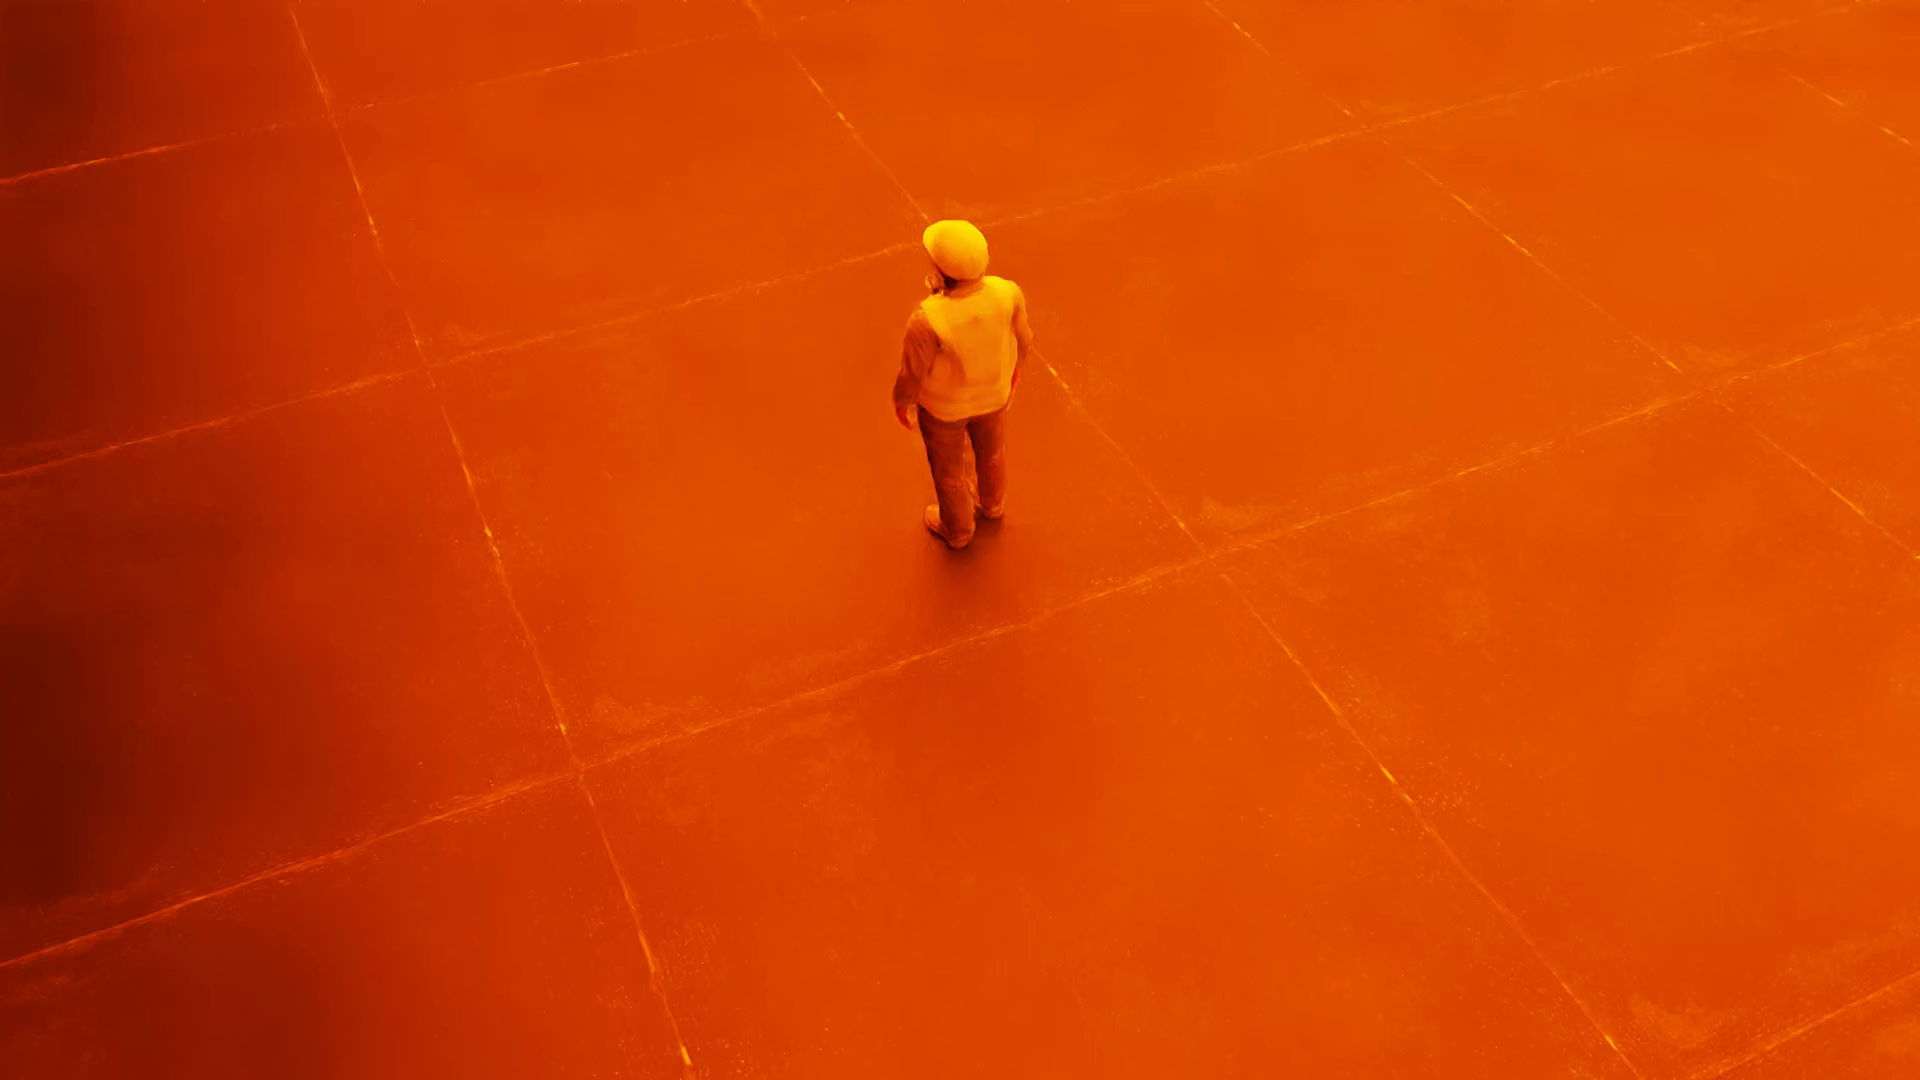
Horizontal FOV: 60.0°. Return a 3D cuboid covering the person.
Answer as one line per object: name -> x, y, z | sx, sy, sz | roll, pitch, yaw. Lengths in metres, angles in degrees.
person -> -0.019, -0.695, 7.262 | 0.632, 1.773, 0.567 | -18, 46, -18
